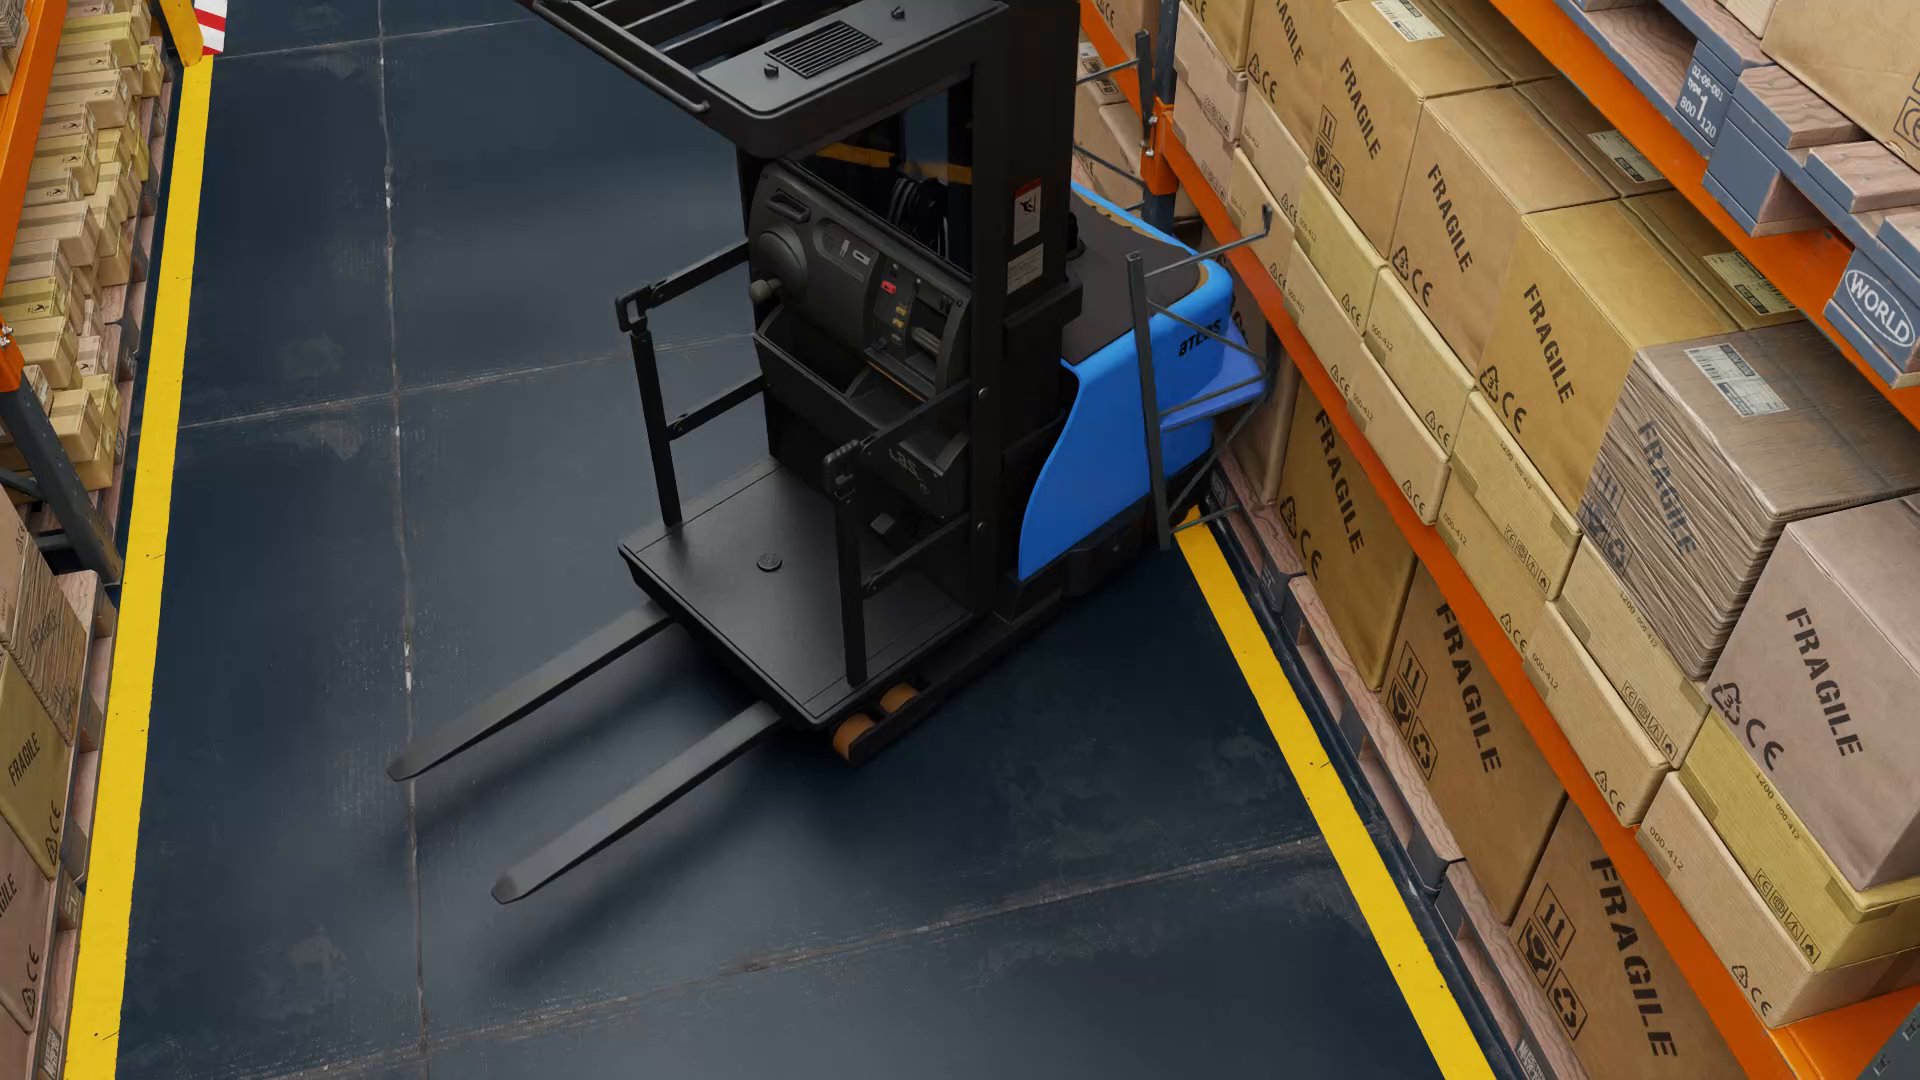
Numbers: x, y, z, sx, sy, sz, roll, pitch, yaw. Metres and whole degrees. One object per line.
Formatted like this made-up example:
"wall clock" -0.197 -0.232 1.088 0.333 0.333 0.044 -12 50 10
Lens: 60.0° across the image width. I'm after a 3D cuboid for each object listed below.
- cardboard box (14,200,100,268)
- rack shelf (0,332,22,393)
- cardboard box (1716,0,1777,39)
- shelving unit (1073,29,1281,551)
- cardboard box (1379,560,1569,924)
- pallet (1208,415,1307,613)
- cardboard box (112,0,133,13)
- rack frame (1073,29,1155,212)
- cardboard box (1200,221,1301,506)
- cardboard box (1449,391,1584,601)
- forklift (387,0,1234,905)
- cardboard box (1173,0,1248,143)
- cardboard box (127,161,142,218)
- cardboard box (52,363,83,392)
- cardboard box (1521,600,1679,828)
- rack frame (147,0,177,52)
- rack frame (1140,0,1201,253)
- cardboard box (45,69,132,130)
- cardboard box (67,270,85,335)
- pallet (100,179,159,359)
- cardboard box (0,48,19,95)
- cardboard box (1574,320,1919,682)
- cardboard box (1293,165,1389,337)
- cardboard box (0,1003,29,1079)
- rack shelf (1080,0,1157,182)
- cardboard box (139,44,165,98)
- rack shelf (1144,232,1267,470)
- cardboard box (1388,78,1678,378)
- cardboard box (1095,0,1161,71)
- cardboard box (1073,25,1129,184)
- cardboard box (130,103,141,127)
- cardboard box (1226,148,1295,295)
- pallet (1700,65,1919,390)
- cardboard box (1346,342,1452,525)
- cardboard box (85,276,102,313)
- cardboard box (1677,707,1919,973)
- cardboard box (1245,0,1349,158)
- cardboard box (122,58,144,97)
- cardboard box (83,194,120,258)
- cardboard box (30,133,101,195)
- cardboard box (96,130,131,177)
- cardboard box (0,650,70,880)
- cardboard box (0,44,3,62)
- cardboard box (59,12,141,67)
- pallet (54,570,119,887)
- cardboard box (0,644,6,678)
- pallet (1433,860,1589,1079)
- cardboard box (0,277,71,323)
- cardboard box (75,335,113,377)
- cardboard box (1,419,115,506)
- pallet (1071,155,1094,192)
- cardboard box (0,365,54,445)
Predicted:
"cardboard box" -3.656 -1.197 6.609 0.380 0.149 0.250 -10 46 -9
"rack shelf" -3.055 0.801 3.868 1.077 0.370 4.000 -11 47 -10
"cardboard box" 1.525 -1.081 2.909 0.396 0.266 0.258 -12 47 -11
"shelving unit" 0.699 -0.854 6.000 0.538 1.500 1.048 -21 51 -5
"cardboard box" 1.895 0.444 4.909 0.875 0.875 0.875 -10 46 -10
"pallet" 1.462 -0.311 6.407 1.003 0.211 1.213 -11 47 -10
"cardboard box" -4.211 -2.631 8.014 0.380 0.149 0.250 -10 46 -10
"rack frame" 0.535 -1.216 6.317 0.500 1.500 0.032 -21 51 -5
"cardboard box" 1.428 -0.796 6.123 0.875 0.875 0.875 -9 46 -9
"cardboard box" 1.561 -0.158 4.059 0.500 0.250 0.500 -12 47 -11
"forklift" -0.472 -0.710 4.894 3.031 2.935 1.130 -34 54 -29
"cardboard box" 1.032 -1.573 5.446 0.500 0.250 0.500 -12 47 -11
"cardboard box" -3.855 -1.534 7.356 0.380 0.149 0.250 -10 46 -10
"cardboard box" -3.502 -0.552 6.184 0.380 0.149 0.250 -10 46 -10
"cardboard box" 1.689 0.357 3.905 0.500 0.250 0.500 -10 46 -10
"rack frame" -4.591 -3.593 7.671 1.000 3.000 0.127 -11 47 -10
"rack frame" 1.192 -1.806 5.920 1.000 3.000 0.127 -11 47 -10
"cardboard box" -3.885 -1.926 7.323 0.380 0.149 0.250 -9 46 -9
"cardboard box" -3.666 -0.900 6.526 0.380 0.149 0.250 -13 47 -12
"pallet" -4.089 -1.156 7.235 1.003 0.211 1.213 -11 47 -10
"cardboard box" -3.646 -1.713 6.004 0.380 0.149 0.250 -10 46 -10
"cardboard box" 1.691 -0.091 3.469 0.500 0.500 0.500 -10 46 -10
"cardboard box" 1.296 -0.865 4.753 0.500 0.250 0.500 -10 46 -10
"cardboard box" -2.746 1.423 4.211 0.500 0.500 0.500 -12 47 -11
"rack shelf" 0.680 -2.935 7.530 1.077 0.370 4.000 -11 47 -10
"cardboard box" -4.091 -2.258 8.064 0.380 0.149 0.250 -9 46 -9
"rack shelf" 0.728 -0.745 6.140 0.538 0.185 1.000 -21 51 -5
"cardboard box" 1.448 -0.786 4.150 0.500 0.500 0.500 -11 47 -11
"cardboard box" 0.826 -2.114 6.152 0.500 0.500 0.500 -10 46 -10
"cardboard box" 0.905 -2.127 7.734 0.875 0.438 0.875 -12 47 -11
"cardboard box" -4.031 -1.891 7.705 0.380 0.149 0.250 -10 46 -10
"cardboard box" 1.183 -1.044 5.278 0.500 0.250 0.500 -12 47 -11
"pallet" 2.000 -0.463 2.636 1.213 0.211 1.003 -9 46 -8
"cardboard box" 1.418 -0.341 4.589 0.500 0.250 0.500 -11 47 -11
"cardboard box" -3.748 -0.982 6.814 0.380 0.149 0.250 -13 47 -12
"cardboard box" 1.846 0.545 3.370 0.500 0.250 0.500 -11 47 -10
"cardboard box" 1.184 -1.488 4.838 0.500 0.500 0.500 -11 47 -11
"cardboard box" -4.046 -2.175 7.776 0.380 0.149 0.250 -12 47 -12
"cardboard box" -3.717 -1.280 6.898 0.380 0.149 0.250 -11 47 -11
"cardboard box" -3.831 -1.548 6.952 0.380 0.149 0.250 -10 47 -10
"cardboard box" -3.853 -1.640 7.251 0.380 0.149 0.250 -9 46 -8
"cardboard box" -3.003 0.716 4.904 0.500 0.500 0.500 -12 47 -11
"cardboard box" -3.584 -1.699 5.536 0.500 0.500 0.500 -11 47 -10
"cardboard box" -4.013 -2.291 7.681 0.380 0.149 0.250 -12 47 -11
"pallet" -3.367 0.682 5.434 1.003 0.211 1.213 -11 47 -10
"cardboard box" -3.014 0.460 4.631 0.500 0.250 0.500 -9 46 -8
"pallet" 2.087 1.374 4.756 1.003 0.211 1.213 -11 47 -10
"cardboard box" -3.581 -0.831 6.250 0.380 0.149 0.250 -11 47 -11
"cardboard box" -3.532 -0.636 6.475 0.380 0.149 0.250 -11 47 -11
"cardboard box" -3.350 -0.290 6.136 0.380 0.149 0.250 -13 47 -12
"pallet" 1.073 -1.369 7.444 1.003 0.211 1.213 -11 47 -10
"cardboard box" -3.455 -0.464 5.890 0.380 0.149 0.250 -9 46 -9
